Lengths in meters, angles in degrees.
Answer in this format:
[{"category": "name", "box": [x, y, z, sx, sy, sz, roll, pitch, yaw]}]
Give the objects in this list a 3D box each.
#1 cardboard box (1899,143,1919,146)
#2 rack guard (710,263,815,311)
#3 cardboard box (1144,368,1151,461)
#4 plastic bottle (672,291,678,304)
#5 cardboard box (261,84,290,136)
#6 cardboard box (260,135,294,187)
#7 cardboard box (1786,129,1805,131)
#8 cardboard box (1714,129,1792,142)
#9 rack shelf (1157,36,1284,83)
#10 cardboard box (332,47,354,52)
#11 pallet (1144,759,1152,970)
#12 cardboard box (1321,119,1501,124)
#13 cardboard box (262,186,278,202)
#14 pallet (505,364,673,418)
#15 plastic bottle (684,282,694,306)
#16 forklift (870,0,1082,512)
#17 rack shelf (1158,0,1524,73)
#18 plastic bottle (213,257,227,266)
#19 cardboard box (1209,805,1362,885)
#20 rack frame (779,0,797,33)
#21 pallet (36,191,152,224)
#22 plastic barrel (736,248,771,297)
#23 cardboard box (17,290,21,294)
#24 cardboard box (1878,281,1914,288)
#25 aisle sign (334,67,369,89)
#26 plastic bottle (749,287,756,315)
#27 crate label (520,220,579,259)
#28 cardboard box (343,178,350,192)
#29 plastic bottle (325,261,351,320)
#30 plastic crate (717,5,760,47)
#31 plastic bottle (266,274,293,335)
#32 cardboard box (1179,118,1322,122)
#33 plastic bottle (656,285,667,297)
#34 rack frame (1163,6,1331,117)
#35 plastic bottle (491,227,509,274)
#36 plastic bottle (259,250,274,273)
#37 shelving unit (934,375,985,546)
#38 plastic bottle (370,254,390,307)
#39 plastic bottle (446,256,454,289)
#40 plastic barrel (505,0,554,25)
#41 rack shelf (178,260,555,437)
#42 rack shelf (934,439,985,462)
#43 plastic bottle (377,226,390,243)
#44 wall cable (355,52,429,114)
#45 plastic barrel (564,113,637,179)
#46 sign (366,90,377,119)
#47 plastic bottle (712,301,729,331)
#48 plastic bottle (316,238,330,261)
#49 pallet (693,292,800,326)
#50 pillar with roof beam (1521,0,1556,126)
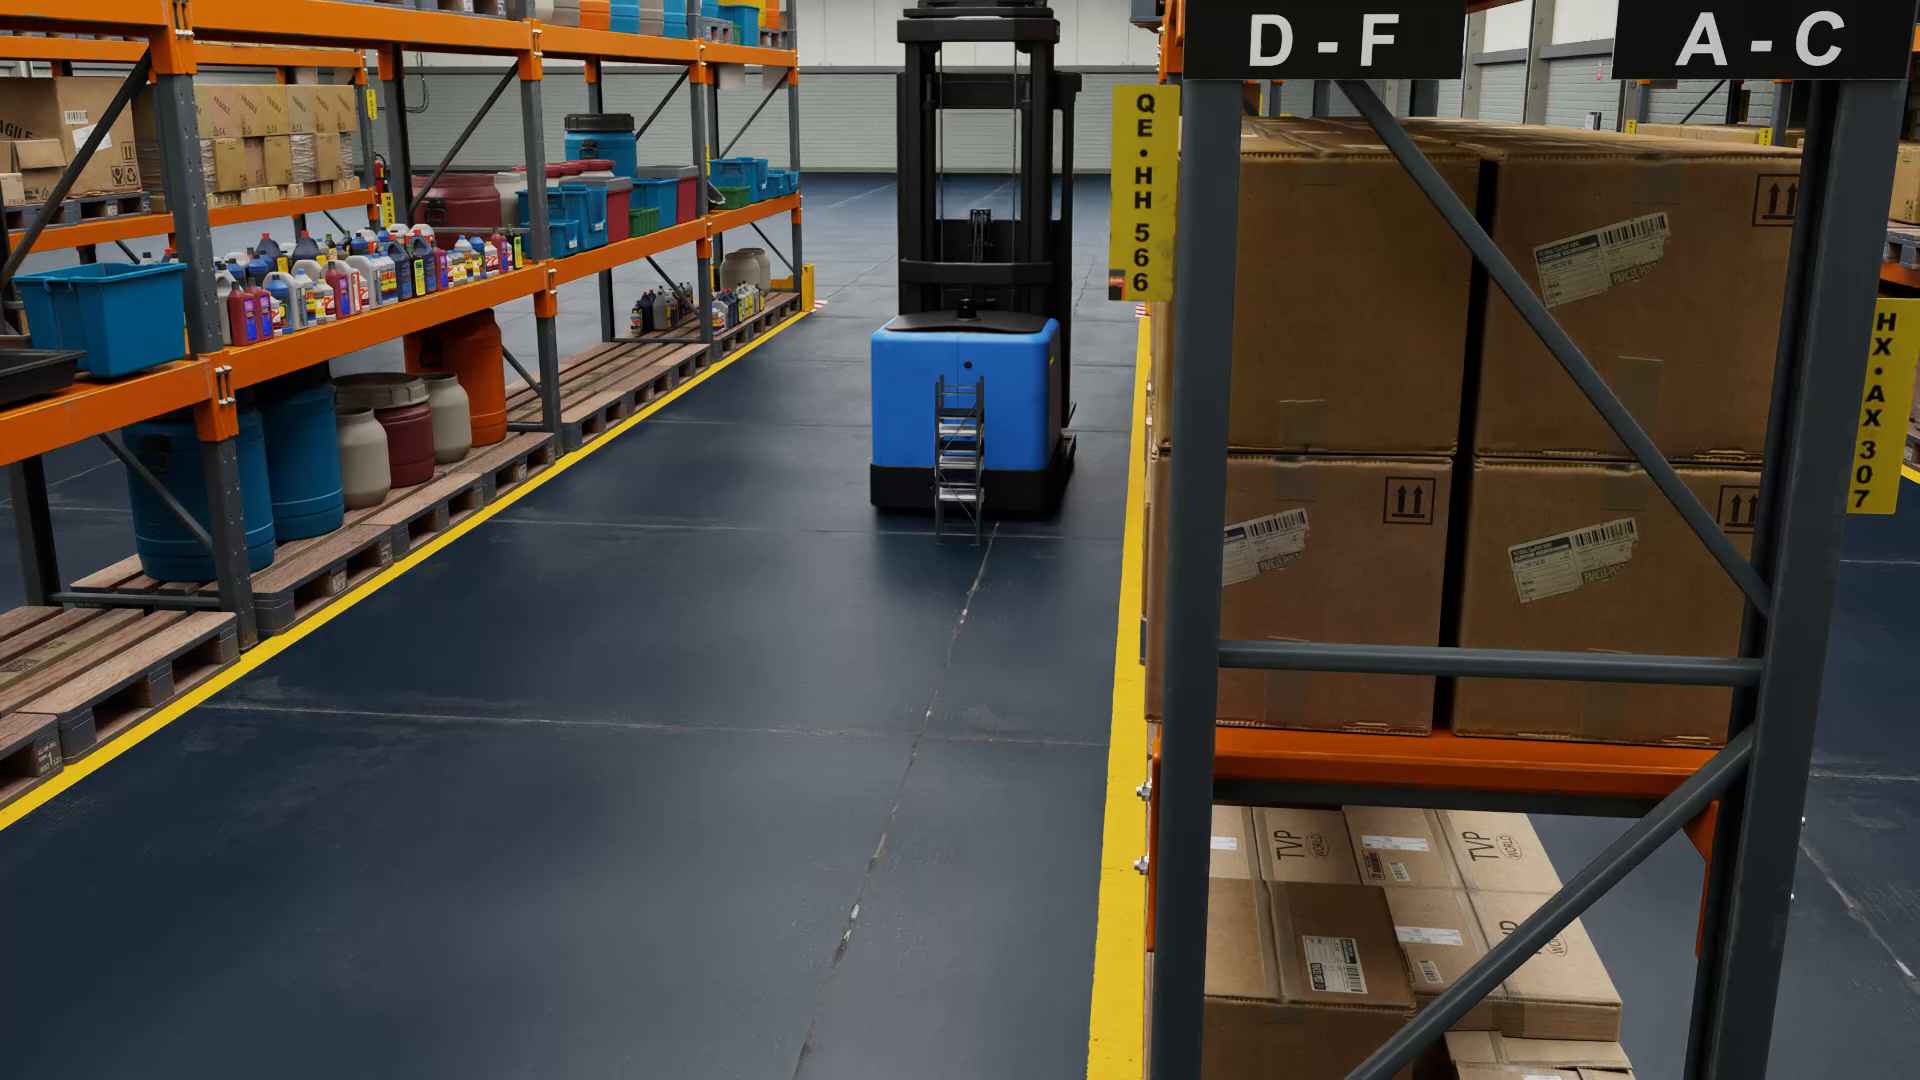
[{"category": "cardboard box", "box": [6.902, -2.577, 11.910, 0.700, 0.500, 0.500, 4, 16, 14]}, {"category": "rack guard", "box": [-2.247, -2.865, 18.800, 1.175, 0.500, 0.348, 2, 15, 6]}, {"category": "cardboard box", "box": [1.398, -0.767, 10.198, 0.500, 0.500, 0.500, 2, 15, 9]}, {"category": "plastic bottle", "box": [-2.788, -2.269, 16.168, 0.061, 0.283, 0.133, 2, 15, 6]}, {"category": "cardboard box", "box": [-7.197, -4.374, 16.916, 0.500, 0.500, 0.500, 2, 15, 6]}, {"category": "cardboard box", "box": [-7.401, -3.898, 17.069, 0.875, 0.500, 0.500, 2, 15, 6]}, {"category": "cardboard box", "box": [7.430, -3.313, 14.478, 0.500, 0.500, 0.500, 2, 15, 6]}, {"category": "cardboard box", "box": [6.904, -3.324, 14.521, 0.500, 0.500, 0.500, 2, 15, 6]}, {"category": "rack shelf", "box": [1.959, -3.490, 11.956, 1.077, 0.370, 4.000, 2, 15, 6]}, {"category": "cardboard box", "box": [-7.009, -5.482, 18.229, 0.500, 0.250, 0.500, 2, 15, 8]}, {"category": "pallet", "box": [1.068, 1.008, 5.030, 1.003, 0.211, 1.213, 2, 15, 6]}, {"category": "cardboard box", "box": [1.427, -1.093, 5.350, 0.500, 0.500, 0.500, 1, 15, 5]}, {"category": "cardboard box", "box": [-7.179, -3.516, 16.901, 0.380, 0.149, 0.250, 2, 15, 6]}, {"category": "pallet", "box": [-2.922, -1.187, 13.148, 1.003, 0.211, 1.213, 2, 15, 6]}, {"category": "plastic bottle", "box": [-2.800, -2.527, 17.145, 0.097, 0.271, 0.097, 0, 15, 0]}, {"category": "forklift", "box": [0.188, -1.913, 10.623, 1.130, 2.935, 3.031, 2, 15, 7]}, {"category": "rack shelf", "box": [1.056, -1.416, 4.282, 1.077, 0.370, 4.000, 2, 15, 6]}, {"category": "plastic bottle", "box": [-3.803, -1.293, 8.434, 0.152, 0.276, 0.135, 2, 15, 6]}, {"category": "cardboard box", "box": [0.784, 0.925, 4.419, 0.500, 0.250, 0.500, 2, 15, 6]}, {"category": "rack frame", "box": [-2.285, -6.989, 17.768, 1.000, 3.000, 0.127, 2, 15, 6]}, {"category": "pallet", "box": [-7.889, -2.915, 14.562, 1.003, 0.211, 1.213, 2, 15, 6]}, {"category": "plastic barrel", "box": [-2.284, -2.922, 18.182, 0.421, 0.512, 0.421, 0, 15, 0]}, {"category": "cardboard box", "box": [-7.821, -1.925, 14.481, 0.700, 0.500, 0.500, 2, 15, 6]}, {"category": "cardboard box", "box": [6.994, -1.825, 12.676, 0.500, 0.250, 0.500, 1, 15, 5]}, {"category": "aisle sign", "box": [-6.902, -5.501, 18.778, 0.394, 0.787, 0.004, 2, 15, 6]}, {"category": "plastic bottle", "box": [-2.128, -2.401, 16.668, 0.152, 0.276, 0.135, 1, 15, 5]}, {"category": "crate label", "box": [-2.768, -2.035, 11.263, 0.303, 0.233, 0.416, 2, 15, 6]}, {"category": "cardboard box", "box": [-7.063, -3.973, 18.588, 0.380, 0.149, 0.250, 2, 15, 6]}, {"category": "plastic bottle", "box": [-3.074, -1.237, 8.214, 0.061, 0.283, 0.133, 2, 15, 6]}, {"category": "plastic crate", "box": [-2.201, -5.030, 16.300, 0.392, 0.384, 0.575, 2, 15, 6]}, {"category": "plastic bottle", "box": [-3.153, -1.091, 7.697, 0.097, 0.271, 0.097, 0, 15, 0]}, {"category": "cardboard box", "box": [0.891, -1.117, 5.438, 0.500, 0.500, 0.500, 1, 15, 5]}, {"category": "plastic bottle", "box": [-2.892, -2.298, 16.146, 0.144, 0.351, 0.185, 2, 15, 6]}, {"category": "rack frame", "box": [1.733, -1.871, 10.335, 1.000, 3.000, 0.127, 2, 15, 6]}, {"category": "plastic bottle", "box": [-2.836, -1.784, 10.237, 0.061, 0.283, 0.133, 2, 15, 6]}, {"category": "plastic bottle", "box": [-3.715, -1.414, 8.893, 0.097, 0.271, 0.097, 0, 15, 0]}, {"category": "shelving unit", "box": [-0.001, -0.432, 9.037, 0.258, 0.900, 0.210, 2, 15, 6]}, {"category": "plastic bottle", "box": [-3.038, -1.357, 8.679, 0.097, 0.271, 0.097, 0, 15, 0]}, {"category": "plastic bottle", "box": [-2.944, -1.539, 9.486, 0.097, 0.201, 0.097, 0, 15, 0]}, {"category": "plastic barrel", "box": [-2.849, -3.591, 10.736, 0.421, 0.512, 0.421, 0, 15, 0]}, {"category": "rack shelf", "box": [-3.414, -1.152, 9.054, 1.077, 0.370, 4.000, 2, 15, 6]}, {"category": "rack shelf", "box": [-0.001, -0.487, 9.022, 0.258, 0.077, 0.200, 2, 15, 6]}, {"category": "plastic bottle", "box": [-3.598, -1.824, 10.407, 0.097, 0.271, 0.097, 0, 15, 0]}, {"category": "wall cable", "box": [-17.928, -14.425, 51.217, 3.097, 2.526, 0.112, 2, 15, 6]}, {"category": "plastic barrel", "box": [-3.081, -3.206, 14.312, 0.600, 0.901, 0.708, 2, 15, 6]}, {"category": "sign", "box": [-6.658, -4.929, 18.819, 0.100, 0.325, 0.005, 2, 15, 6]}, {"category": "plastic bottle", "box": [-2.256, -2.107, 15.584, 0.152, 0.276, 0.135, 2, 15, 8]}, {"category": "plastic bottle", "box": [-3.692, -1.609, 9.614, 0.097, 0.271, 0.097, 0, 15, 0]}, {"category": "pallet", "box": [-2.344, -2.515, 18.059, 1.003, 0.211, 1.213, 2, 15, 6]}, {"category": "pillar with roof beam", "box": [5.415, -9.729, 27.902, 9.100, 9.000, 0.400, 2, 15, 6]}]
